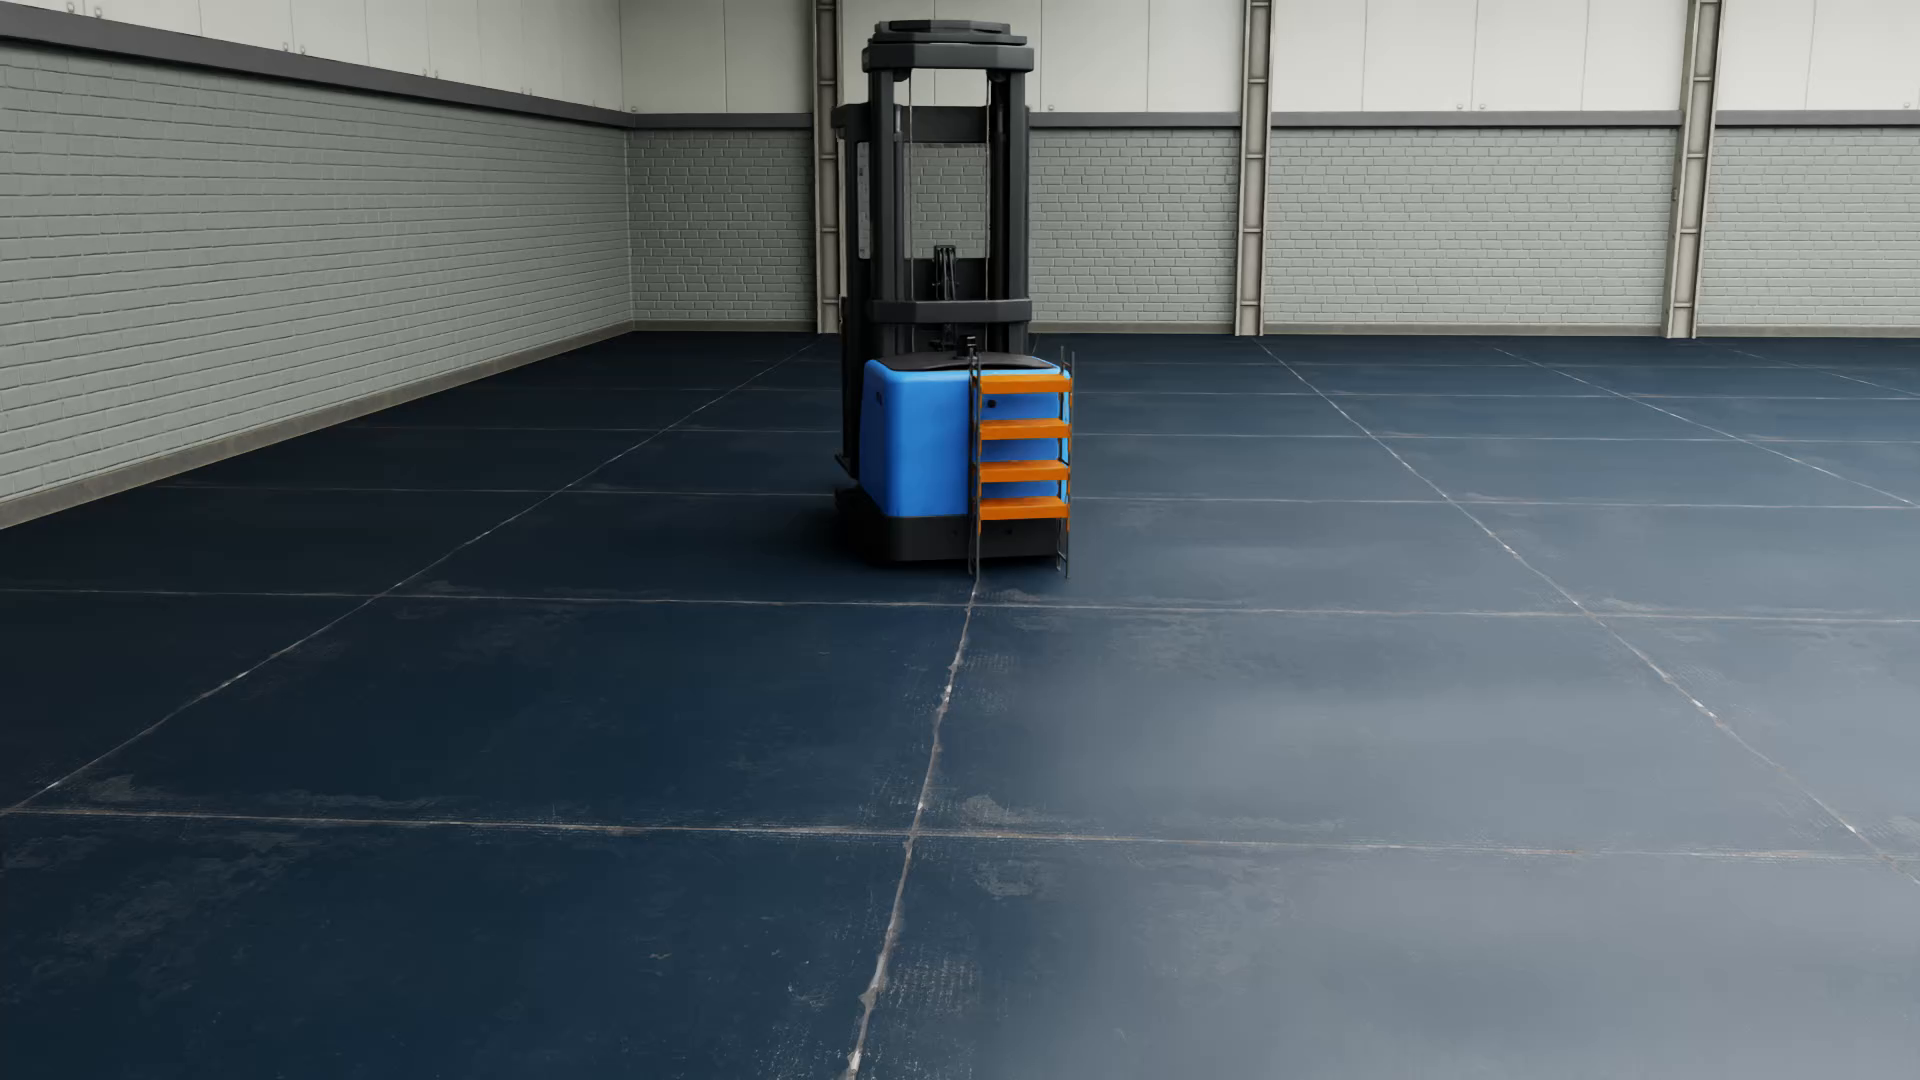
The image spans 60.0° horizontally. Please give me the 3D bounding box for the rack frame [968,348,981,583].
[{"bbox_3d":[0.074,-0.388,8.671,0.015,1.200,0.240,-2,14,-10],"label":"rack frame"}]

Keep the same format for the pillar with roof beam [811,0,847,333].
[{"bbox_3d":[-2.147,-6.549,19.097,0.400,9.000,9.100,1,12,4],"label":"pillar with roof beam"}]

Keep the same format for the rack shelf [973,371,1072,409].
[{"bbox_3d":[0.316,-0.779,8.622,0.480,0.148,0.258,-2,14,-10],"label":"rack shelf"}]

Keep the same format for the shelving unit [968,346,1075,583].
[{"bbox_3d":[0.314,-0.397,8.714,0.503,1.200,0.258,-2,14,-10],"label":"shelving unit"}]

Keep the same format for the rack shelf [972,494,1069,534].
[{"bbox_3d":[0.313,-0.139,8.777,0.480,0.148,0.258,-2,14,-10],"label":"rack shelf"}]

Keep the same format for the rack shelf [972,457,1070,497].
[{"bbox_3d":[0.314,-0.332,8.730,0.480,0.148,0.258,-2,14,-10],"label":"rack shelf"}]

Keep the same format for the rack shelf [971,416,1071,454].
[{"bbox_3d":[0.315,-0.549,8.678,0.480,0.148,0.258,-2,14,-10],"label":"rack shelf"}]

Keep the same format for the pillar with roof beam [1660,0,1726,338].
[{"bbox_3d":[9.826,-6.385,18.312,0.400,9.000,9.100,1,12,4],"label":"pillar with roof beam"}]

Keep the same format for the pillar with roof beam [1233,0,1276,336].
[{"bbox_3d":[3.839,-6.467,18.704,0.400,9.000,9.100,1,12,4],"label":"pillar with roof beam"}]

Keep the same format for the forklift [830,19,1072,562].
[{"bbox_3d":[-0.182,-1.571,10.121,1.130,2.935,3.031,-2,12,-11],"label":"forklift"}]

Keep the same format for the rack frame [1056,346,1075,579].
[{"bbox_3d":[0.554,-0.406,8.757,0.015,1.200,0.240,-2,14,-10],"label":"rack frame"}]
